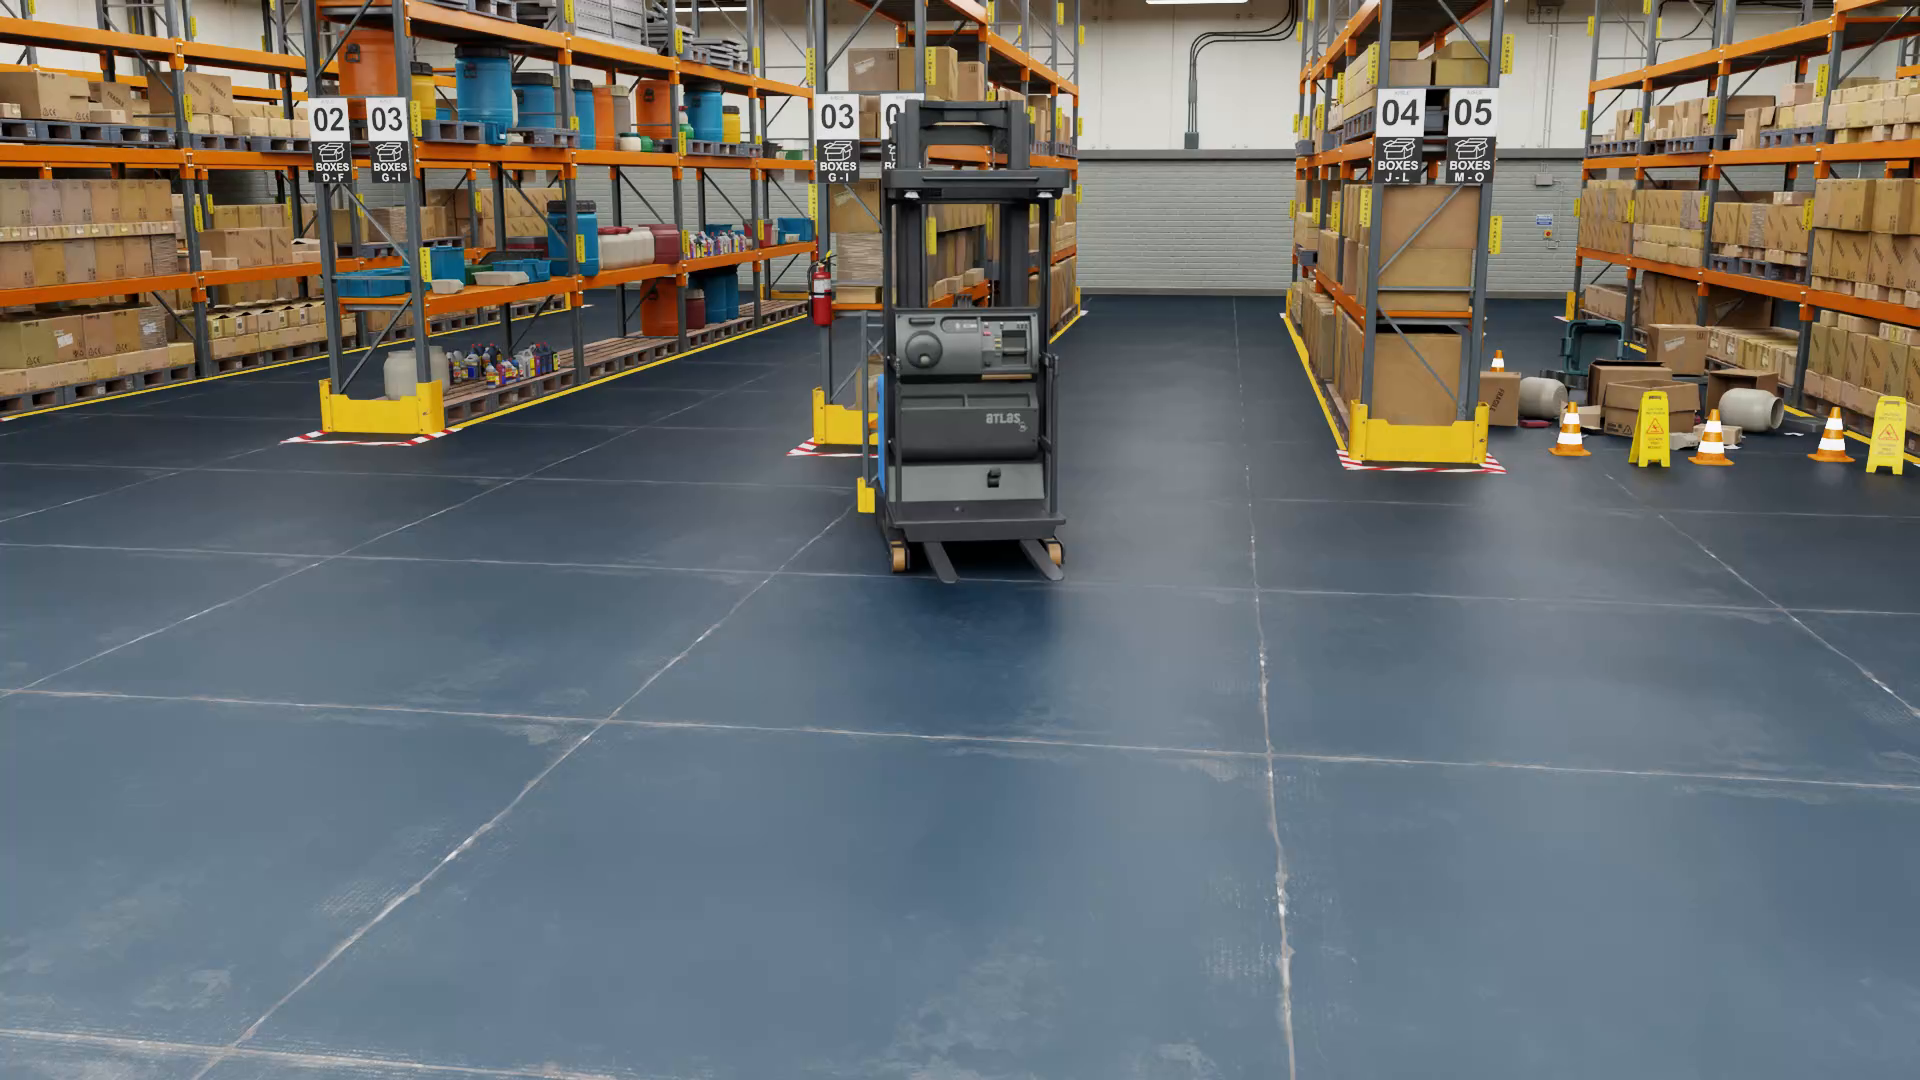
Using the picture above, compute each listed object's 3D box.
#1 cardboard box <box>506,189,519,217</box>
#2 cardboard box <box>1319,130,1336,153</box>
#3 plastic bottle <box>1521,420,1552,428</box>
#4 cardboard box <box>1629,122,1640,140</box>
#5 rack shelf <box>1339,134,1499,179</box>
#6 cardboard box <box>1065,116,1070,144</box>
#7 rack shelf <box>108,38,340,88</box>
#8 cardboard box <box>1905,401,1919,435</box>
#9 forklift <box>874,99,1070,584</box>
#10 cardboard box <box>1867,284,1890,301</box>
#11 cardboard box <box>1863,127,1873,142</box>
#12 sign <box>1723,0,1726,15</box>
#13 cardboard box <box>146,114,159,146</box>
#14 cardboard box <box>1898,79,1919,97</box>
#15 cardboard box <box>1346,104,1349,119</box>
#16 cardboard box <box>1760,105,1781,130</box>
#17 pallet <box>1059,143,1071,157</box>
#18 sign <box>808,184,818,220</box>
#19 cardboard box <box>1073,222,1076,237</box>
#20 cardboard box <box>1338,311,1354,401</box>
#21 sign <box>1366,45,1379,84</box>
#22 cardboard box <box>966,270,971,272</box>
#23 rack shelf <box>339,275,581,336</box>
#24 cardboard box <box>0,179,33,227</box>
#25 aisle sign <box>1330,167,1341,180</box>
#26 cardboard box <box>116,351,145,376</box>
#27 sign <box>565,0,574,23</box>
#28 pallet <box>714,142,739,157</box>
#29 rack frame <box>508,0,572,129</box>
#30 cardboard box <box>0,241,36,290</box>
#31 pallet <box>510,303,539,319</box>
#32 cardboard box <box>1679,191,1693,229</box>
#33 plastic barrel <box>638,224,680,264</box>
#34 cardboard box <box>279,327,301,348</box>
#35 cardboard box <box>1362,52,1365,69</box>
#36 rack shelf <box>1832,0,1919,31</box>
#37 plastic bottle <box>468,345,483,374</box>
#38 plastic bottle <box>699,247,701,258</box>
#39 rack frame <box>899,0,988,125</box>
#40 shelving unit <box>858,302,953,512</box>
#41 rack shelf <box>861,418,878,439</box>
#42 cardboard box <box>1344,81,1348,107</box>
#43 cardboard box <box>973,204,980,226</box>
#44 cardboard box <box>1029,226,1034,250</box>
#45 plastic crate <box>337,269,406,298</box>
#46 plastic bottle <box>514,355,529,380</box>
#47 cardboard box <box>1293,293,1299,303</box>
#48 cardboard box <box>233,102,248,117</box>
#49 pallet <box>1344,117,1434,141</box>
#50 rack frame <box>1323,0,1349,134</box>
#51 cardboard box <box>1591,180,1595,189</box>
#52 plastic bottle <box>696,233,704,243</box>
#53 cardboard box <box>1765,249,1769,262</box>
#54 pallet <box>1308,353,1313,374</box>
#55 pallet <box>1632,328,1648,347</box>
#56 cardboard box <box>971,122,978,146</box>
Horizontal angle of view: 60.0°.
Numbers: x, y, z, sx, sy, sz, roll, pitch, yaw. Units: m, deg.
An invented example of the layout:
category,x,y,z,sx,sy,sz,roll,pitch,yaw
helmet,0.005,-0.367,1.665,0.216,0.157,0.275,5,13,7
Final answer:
category,x,y,z,sx,sy,sz,roll,pitch,yaw
cardboard box,-8.238,-6.040,29.791,0.500,0.500,0.500,2,12,7
cardboard box,5.148,-5.505,22.562,0.500,0.500,0.500,2,12,9
plastic bottle,5.825,-1.173,16.792,0.283,0.061,0.133,-2,12,-11
cardboard box,10.615,-6.355,25.824,0.396,0.266,0.258,2,12,10
rack shelf,4.388,-3.729,16.263,1.077,0.370,4.000,2,12,9
cardboard box,1.629,-7.370,29.978,0.700,0.500,0.500,1,12,5
rack shelf,-9.670,-6.336,22.189,1.077,0.370,4.000,2,12,9
cardboard box,8.849,-1.102,15.015,0.500,0.250,0.500,2,12,8
forklift,0.073,-1.301,10.574,1.130,2.935,3.031,-1,12,-6
cardboard box,9.020,-2.394,16.077,0.380,0.149,0.250,2,12,8
cardboard box,9.210,-4.019,16.499,0.380,0.149,0.250,2,12,10
sign,11.371,-7.969,24.707,0.100,0.325,0.005,2,12,9
cardboard box,-13.886,-6.910,28.034,0.700,0.500,0.500,1,12,6
cardboard box,8.950,-4.192,15.409,0.380,0.149,0.250,2,12,10
cardboard box,4.226,-4.458,17.299,0.380,0.149,0.250,2,12,9
cardboard box,10.011,-4.922,19.848,0.797,0.503,0.637,2,12,9
pallet,1.367,-6.724,28.663,1.003,0.211,1.213,2,12,9
sign,-1.350,-3.122,15.362,0.100,0.325,0.005,2,12,9
cardboard box,1.844,-5.673,30.346,0.500,0.250,0.500,2,12,8
cardboard box,4.395,-1.881,17.147,0.875,0.875,0.875,2,12,9
sign,3.546,-4.079,14.266,0.100,0.325,0.005,2,12,9
cardboard box,-0.078,-2.933,18.581,0.380,0.149,0.250,2,12,9
rack shelf,-5.391,-2.605,18.167,1.077,0.370,4.000,2,12,9
cardboard box,-10.425,-3.602,17.770,0.700,0.500,0.500,2,12,7
aisle sign,6.849,-6.805,29.778,0.394,0.787,0.004,2,12,9
cardboard box,-9.982,-2.083,19.570,0.500,0.250,0.500,2,12,9
sign,-4.542,-6.183,19.320,0.100,0.325,0.005,2,12,9
pallet,-4.049,-6.010,25.587,1.003,0.211,1.213,2,12,9
rack frame,-5.084,-6.305,19.391,1.000,3.000,0.127,2,12,9
cardboard box,-10.432,-2.956,17.854,0.700,0.500,0.500,2,12,10
pallet,-8.455,-4.234,30.638,1.003,0.211,1.213,2,12,9
cardboard box,10.109,-4.485,22.572,0.500,0.500,0.500,2,12,10
plastic barrel,-4.241,-4.165,23.379,0.600,0.536,0.708,2,12,9
cardboard box,-9.435,-2.791,22.855,0.500,0.250,0.500,2,12,10
cardboard box,3.954,-4.478,15.499,0.380,0.149,0.250,2,12,9
rack shelf,9.295,-5.054,15.301,1.077,0.370,4.000,2,12,9
plastic bottle,-5.647,-2.099,19.356,0.144,0.351,0.185,1,12,6
plastic bottle,-3.946,-4.335,24.961,0.097,0.201,0.097,0,12,0
rack frame,-0.190,-6.145,18.647,1.000,3.000,0.127,2,12,9
shelving unit,-0.367,-1.043,12.775,0.587,1.500,1.083,3,12,12
rack shelf,-0.369,-0.866,12.804,0.538,0.185,1.000,3,12,12
cardboard box,4.344,-4.730,17.619,0.500,0.250,0.500,2,12,9
cardboard box,-0.063,-3.689,18.172,0.500,0.500,0.500,2,12,9
cardboard box,0.769,-4.186,23.560,0.500,0.500,0.500,2,12,10
plastic crate,-5.918,-2.581,16.704,0.499,0.251,0.616,2,12,9
plastic bottle,-5.006,-1.972,18.945,0.152,0.276,0.135,2,12,10
cardboard box,6.012,-4.226,29.046,0.380,0.149,0.250,2,12,10
cardboard box,-13.183,-7.619,29.950,0.500,0.500,0.500,2,12,7
pallet,4.560,-4.283,17.340,1.003,0.211,1.213,2,12,9
rack frame,5.311,-6.796,21.667,1.000,3.000,0.127,2,12,9
cardboard box,10.997,-6.072,28.397,0.380,0.149,0.250,2,12,10
plastic bottle,-4.012,-4.560,25.648,0.144,0.351,0.185,2,12,9
cardboard box,9.580,-3.302,19.293,0.380,0.149,0.250,2,12,9
pallet,5.115,-2.338,21.842,1.003,0.211,1.213,2,12,9
pallet,10.789,-3.030,25.053,1.003,0.211,1.213,2,12,9
cardboard box,-0.092,-4.393,17.996,0.500,0.250,0.500,2,12,10
